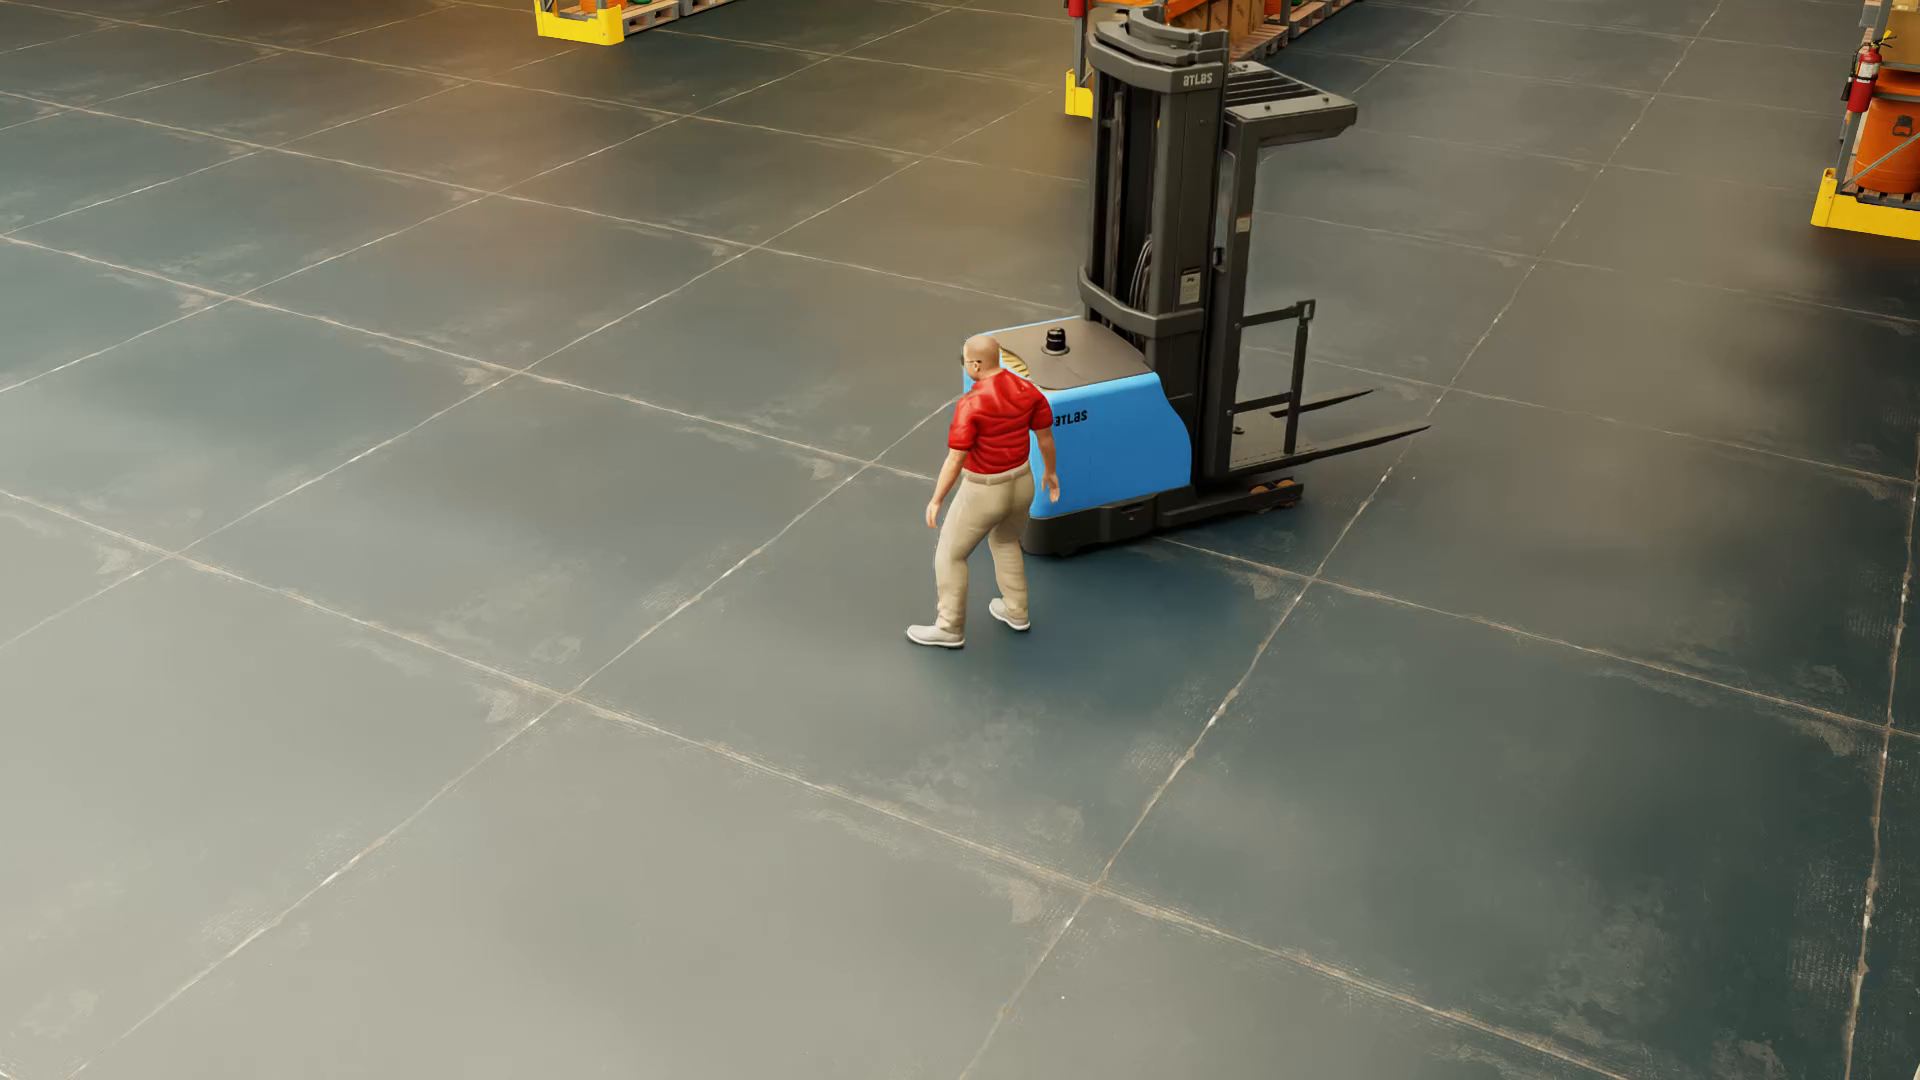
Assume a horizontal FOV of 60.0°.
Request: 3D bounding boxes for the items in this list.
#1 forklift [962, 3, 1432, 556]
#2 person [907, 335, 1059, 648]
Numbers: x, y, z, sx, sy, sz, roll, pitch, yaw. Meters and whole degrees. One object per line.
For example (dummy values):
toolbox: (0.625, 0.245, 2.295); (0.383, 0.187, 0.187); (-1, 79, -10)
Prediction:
forklift: (1.571, -1.660, 9.947); (3.031, 2.935, 1.130); (-13, 32, -21)
person: (0.141, -0.265, 8.766); (0.842, 1.702, 0.390); (-22, 37, -33)
